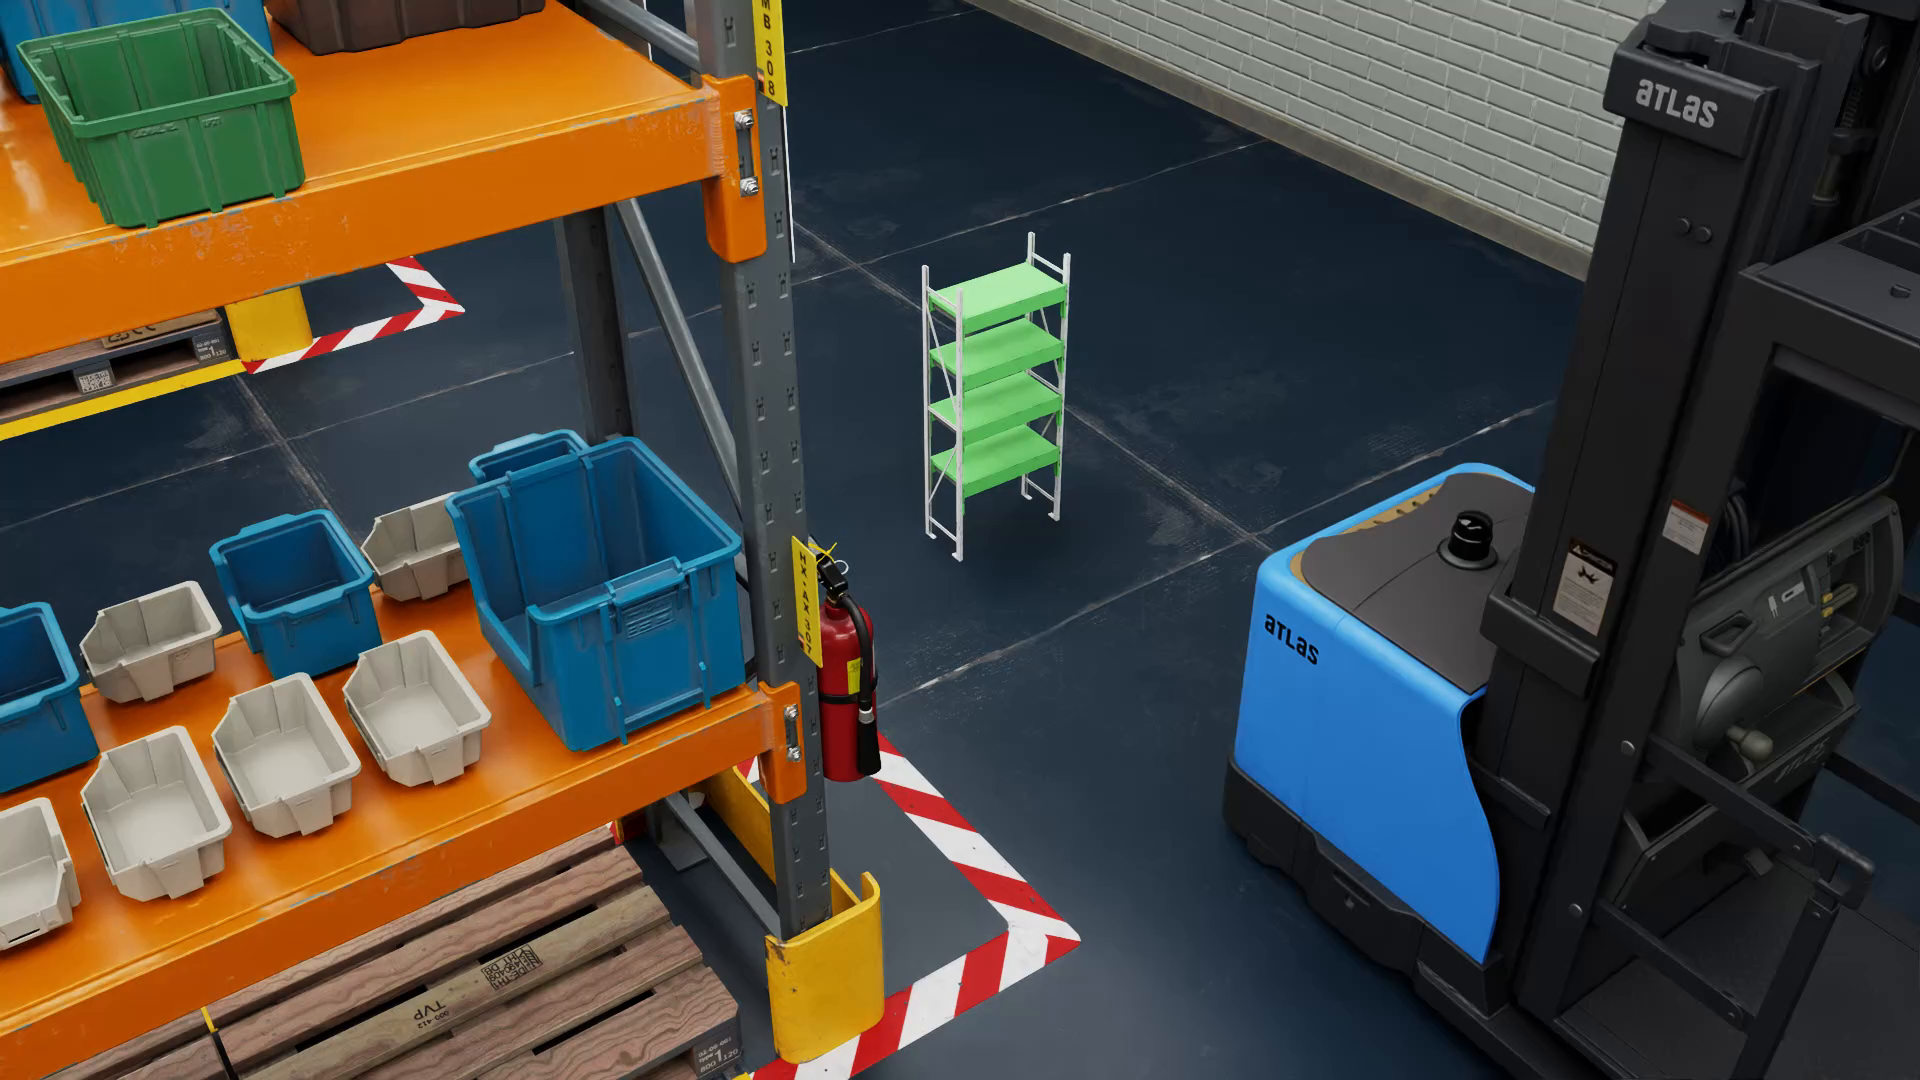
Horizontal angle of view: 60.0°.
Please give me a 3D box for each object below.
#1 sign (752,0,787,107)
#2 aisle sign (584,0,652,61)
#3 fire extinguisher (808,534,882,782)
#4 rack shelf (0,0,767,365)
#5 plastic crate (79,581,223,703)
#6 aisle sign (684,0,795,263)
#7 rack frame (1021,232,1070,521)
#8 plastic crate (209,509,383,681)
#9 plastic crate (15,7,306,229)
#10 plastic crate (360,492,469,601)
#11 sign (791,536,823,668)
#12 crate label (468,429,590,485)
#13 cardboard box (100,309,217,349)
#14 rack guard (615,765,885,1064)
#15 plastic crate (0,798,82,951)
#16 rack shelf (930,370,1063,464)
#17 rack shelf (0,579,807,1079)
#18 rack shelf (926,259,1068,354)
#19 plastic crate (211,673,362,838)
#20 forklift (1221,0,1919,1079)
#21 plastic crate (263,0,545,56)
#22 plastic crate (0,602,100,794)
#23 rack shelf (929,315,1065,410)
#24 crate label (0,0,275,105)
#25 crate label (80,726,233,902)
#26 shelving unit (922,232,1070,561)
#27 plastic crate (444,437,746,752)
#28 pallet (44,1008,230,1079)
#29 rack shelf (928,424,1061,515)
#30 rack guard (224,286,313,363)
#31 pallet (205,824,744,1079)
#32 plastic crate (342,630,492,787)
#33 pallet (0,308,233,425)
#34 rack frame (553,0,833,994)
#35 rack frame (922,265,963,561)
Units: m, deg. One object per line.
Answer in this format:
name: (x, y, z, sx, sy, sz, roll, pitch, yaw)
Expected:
sign: (-0.352, -0.963, 3.041, 0.005, 0.325, 0.100, -22, 41, -28)
aisle sign: (-0.795, -1.266, 3.715, 0.004, 0.787, 0.394, -22, 41, -28)
fire extinguisher: (-0.298, 0.304, 4.144, 0.183, 0.674, 0.296, -22, 41, -28)
rack shelf: (-2.317, -0.298, 2.643, 4.000, 0.370, 1.077, -22, 41, -28)
plastic crate: (-1.938, 0.260, 3.994, 0.298, 0.136, 0.250, -22, 41, -28)
aisle sign: (-0.455, -0.985, 3.324, 0.004, 0.787, 0.394, -22, 41, -28)
rack frame: (0.335, -0.625, 6.591, 0.015, 1.200, 0.240, -22, 41, -28)
plastic crate: (-1.612, 0.146, 4.070, 0.300, 0.233, 0.416, -22, 41, -28)
plastic crate: (-1.324, -0.709, 2.779, 0.336, 0.188, 0.450, -22, 41, -28)
plastic crate: (-1.384, 0.032, 4.311, 0.298, 0.136, 0.250, -22, 41, -28)
sign: (-0.352, 0.146, 3.839, 0.005, 0.325, 0.100, -22, 41, -28)
crate label: (-1.074, -0.076, 4.378, 0.303, 0.233, 0.416, -22, 41, -28)
cardboard box: (-3.836, -1.274, 7.716, 0.500, 0.500, 0.500, -22, 41, -28)
rack guard: (-0.670, 0.955, 4.993, 0.348, 0.500, 1.175, -22, 41, -28)
plastic crate: (-1.935, 0.703, 3.378, 0.250, 0.136, 0.298, -22, 41, -28)
rack shelf: (0.135, -0.491, 6.514, 0.480, 0.148, 0.258, -22, 41, -28)
rack shelf: (-2.317, 0.920, 3.518, 4.000, 0.370, 1.077, -22, 41, -28)
rack shelf: (0.135, -0.881, 6.234, 0.480, 0.148, 0.258, -22, 41, -28)
plastic crate: (-1.490, 0.489, 3.676, 0.243, 0.136, 0.396, -22, 41, -28)
forklift: (2.119, 0.275, 3.857, 1.130, 2.935, 3.031, -23, 42, -28)
plastic crate: (-1.158, -1.213, 3.411, 0.590, 0.269, 0.497, -22, 41, -28)
plastic crate: (-2.150, 0.367, 3.762, 0.300, 0.233, 0.416, -22, 41, -28)
rack shelf: (0.135, -0.686, 6.374, 0.480, 0.148, 0.258, -22, 41, -28)
crate label: (-1.623, -1.046, 3.194, 0.502, 0.251, 0.408, -22, 41, -28)
crate label: (-1.704, 0.594, 3.529, 0.243, 0.136, 0.396, -22, 41, -28)
shelving unit: (0.135, -0.543, 6.477, 0.503, 1.200, 0.258, -22, 41, -28)
plastic crate: (-0.849, 0.118, 3.935, 0.499, 0.435, 0.616, -22, 41, -28)
pallet: (-2.375, 1.754, 4.131, 1.213, 0.211, 1.003, -22, 41, -28)
rack shelf: (0.135, -0.296, 6.655, 0.480, 0.148, 0.258, -22, 41, -28)
rack guard: (-3.595, -1.370, 8.227, 0.348, 0.500, 1.175, -22, 41, -28)
pallet: (-1.379, 1.346, 4.698, 1.213, 0.211, 1.003, -22, 41, -28)
plastic crate: (-1.245, 0.398, 3.802, 0.243, 0.136, 0.396, -22, 41, -28)
pallet: (-4.246, -0.984, 7.938, 1.213, 0.211, 1.003, -22, 41, -28)
rack frame: (-0.683, -0.045, 4.244, 0.127, 3.000, 1.000, -22, 41, -28)
rack frame: (-0.064, -0.461, 6.363, 0.015, 1.200, 0.240, -22, 41, -28)
